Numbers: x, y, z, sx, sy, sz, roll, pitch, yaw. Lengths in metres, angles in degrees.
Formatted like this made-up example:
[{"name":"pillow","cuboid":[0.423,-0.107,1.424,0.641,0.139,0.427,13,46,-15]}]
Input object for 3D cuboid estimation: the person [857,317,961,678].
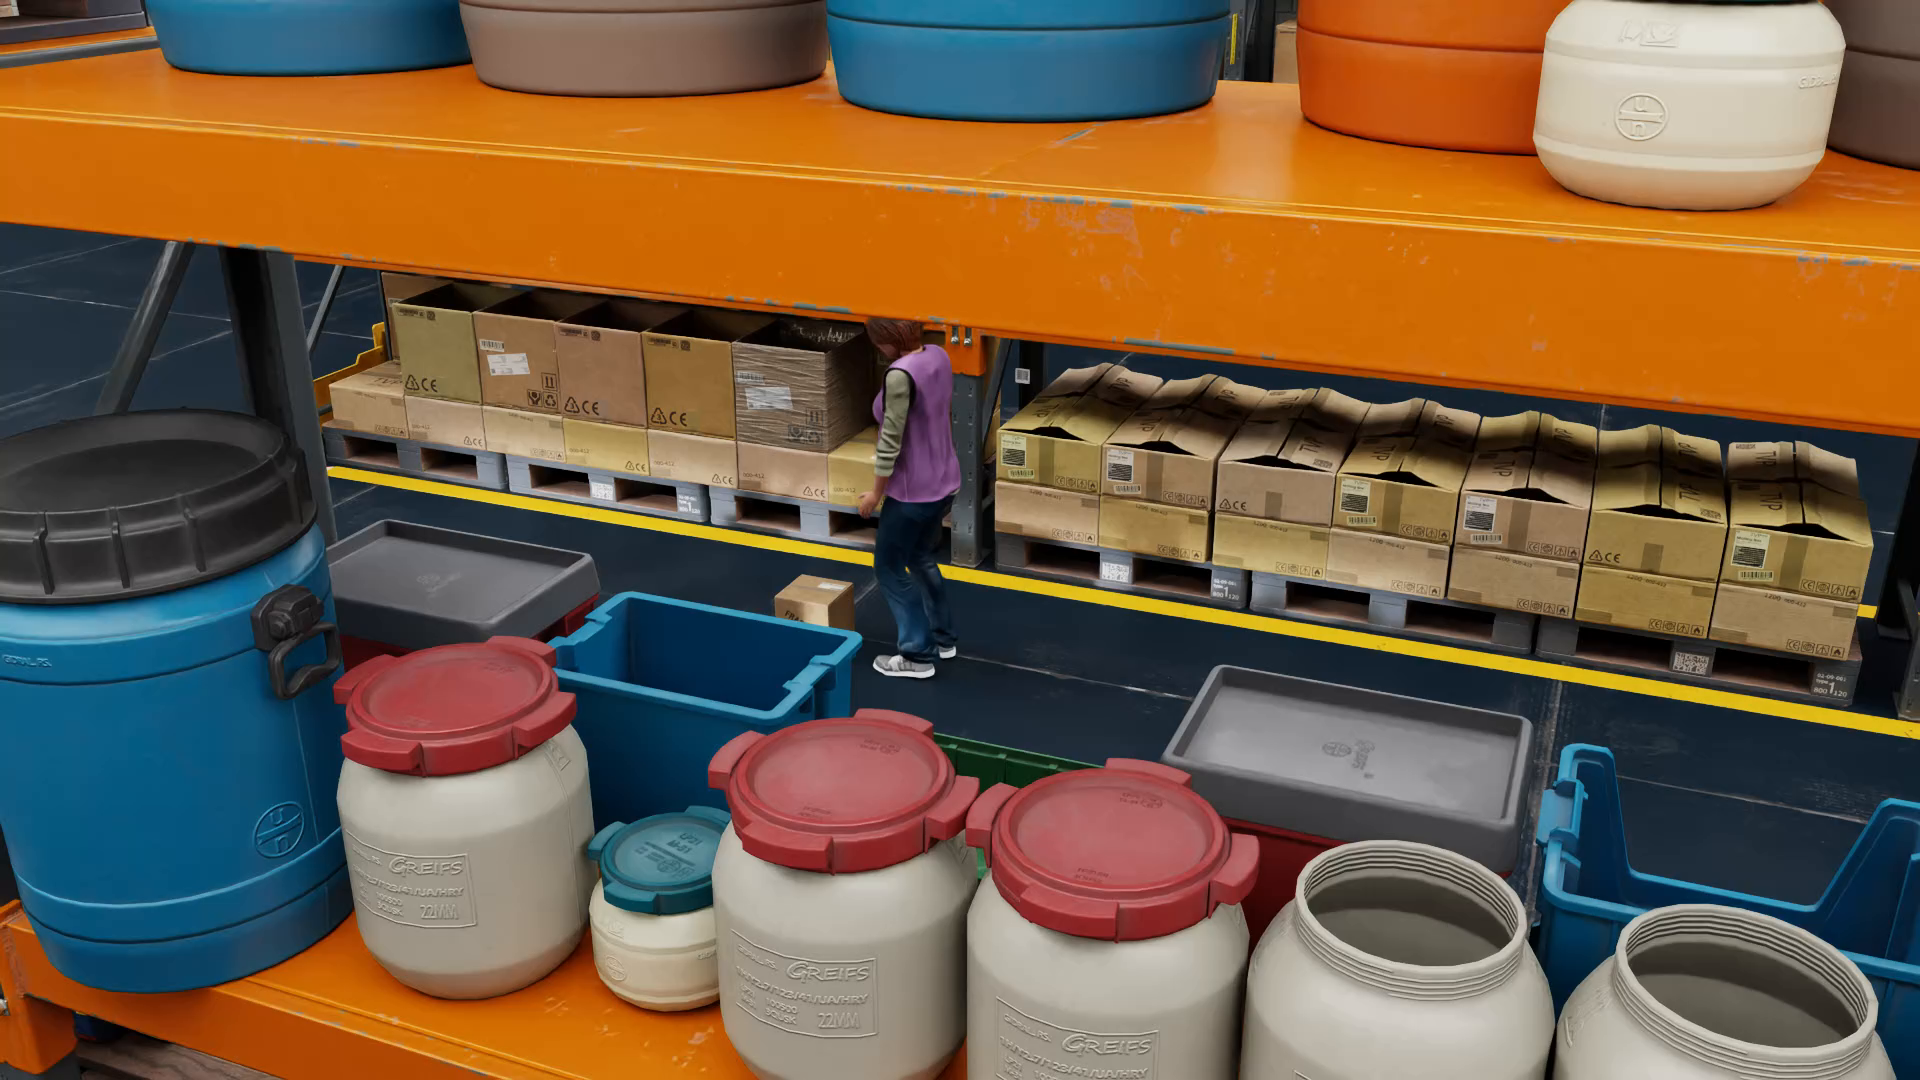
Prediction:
[{"name":"person","cuboid":[-0.193,-0.186,6.617,0.353,1.556,0.420,11,25,24]}]
